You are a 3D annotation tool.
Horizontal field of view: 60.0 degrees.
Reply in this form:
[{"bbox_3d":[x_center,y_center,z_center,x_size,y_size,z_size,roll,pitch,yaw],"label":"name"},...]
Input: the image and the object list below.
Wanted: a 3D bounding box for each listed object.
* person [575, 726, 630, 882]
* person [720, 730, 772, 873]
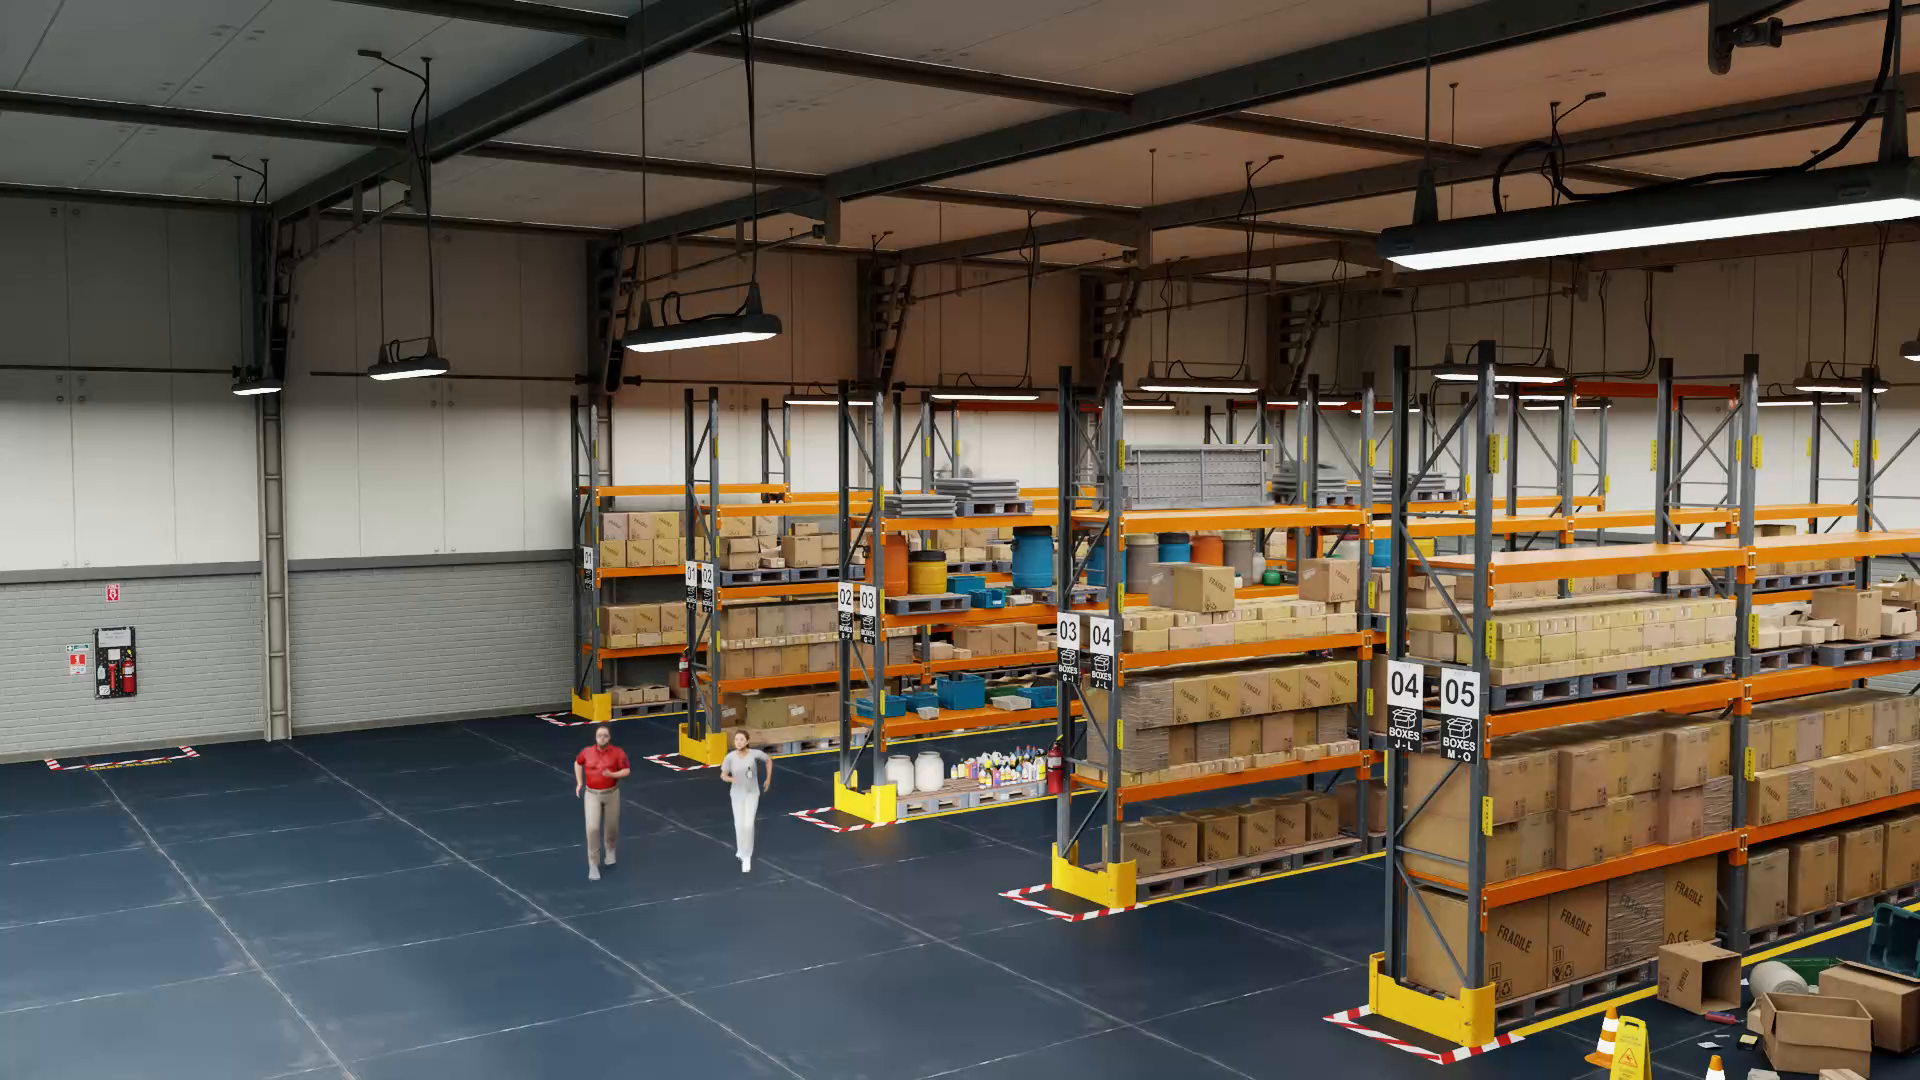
[{"bbox_3d":[-4.261,3.105,19.836,0.640,1.788,0.837,-1,4,-13],"label":"person"},{"bbox_3d":[-2.583,3.122,20.102,0.572,1.697,0.875,0,3,5],"label":"person"}]
